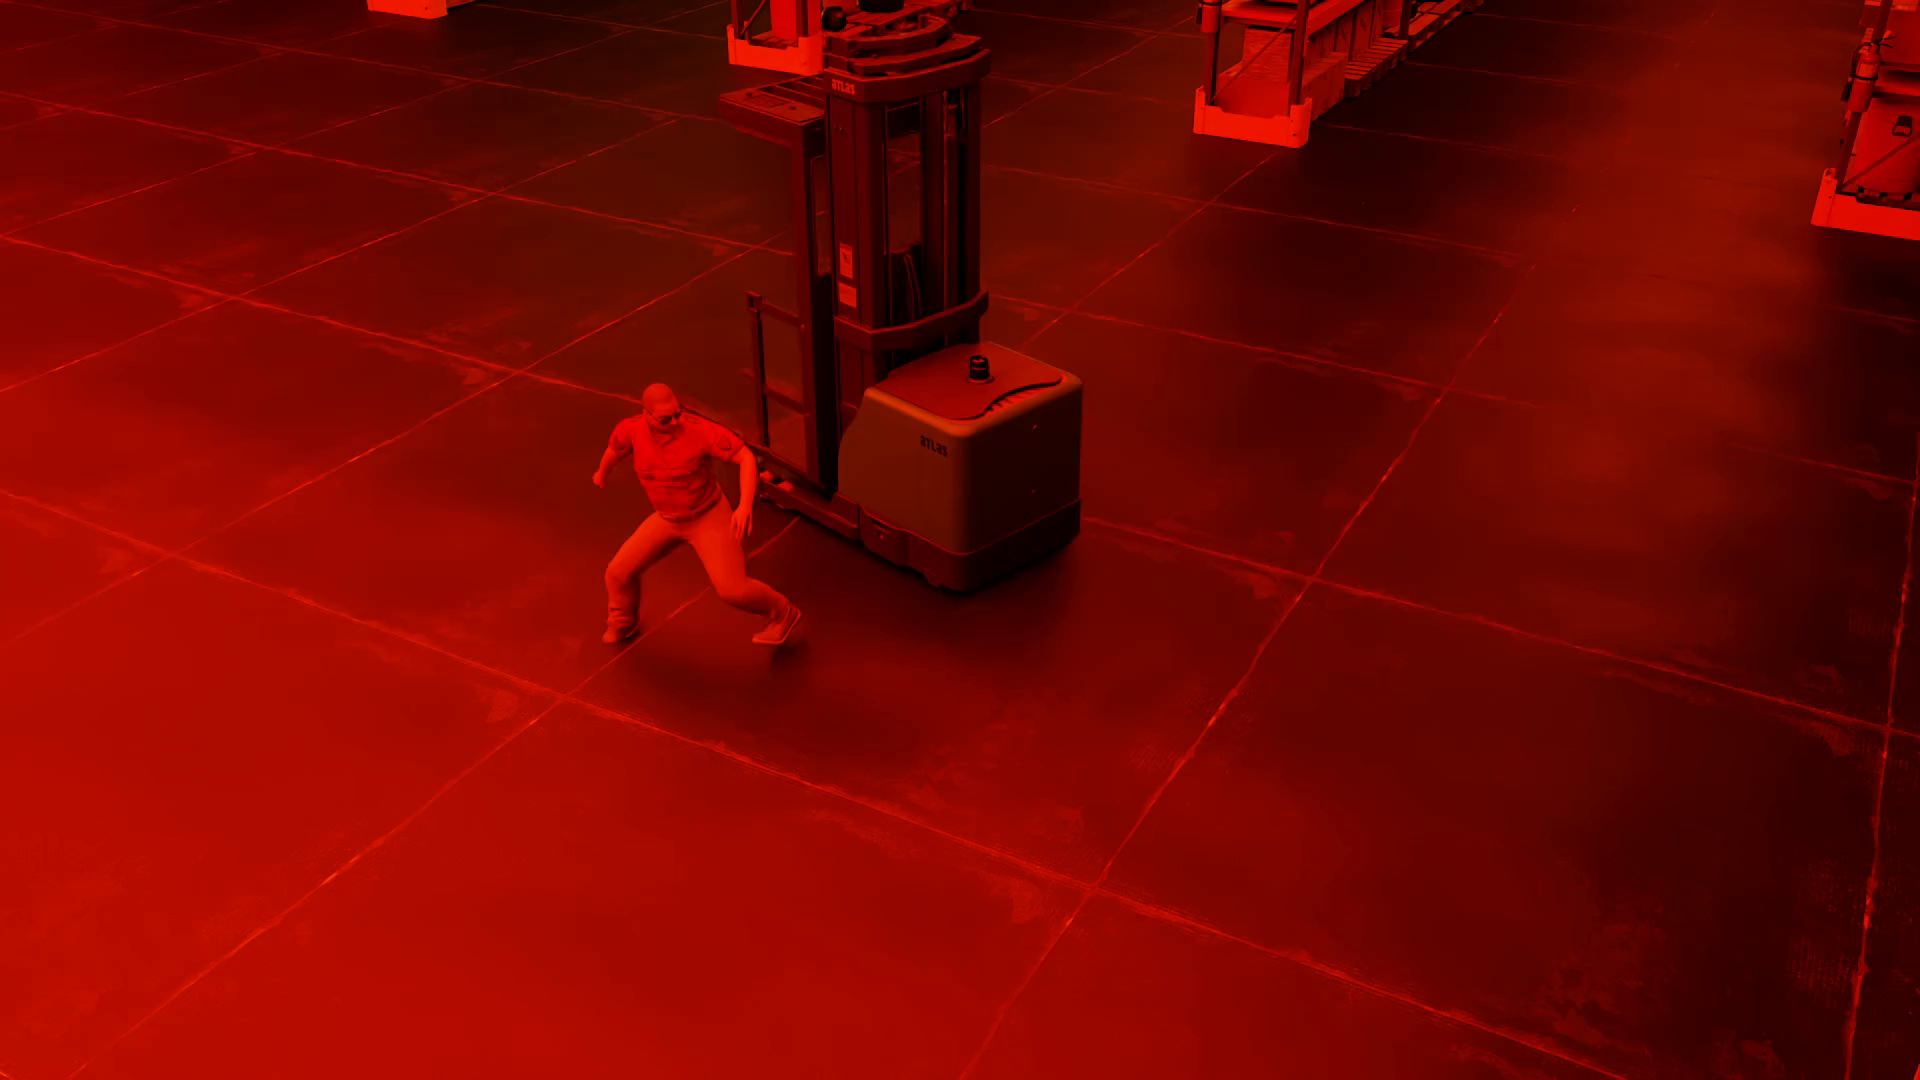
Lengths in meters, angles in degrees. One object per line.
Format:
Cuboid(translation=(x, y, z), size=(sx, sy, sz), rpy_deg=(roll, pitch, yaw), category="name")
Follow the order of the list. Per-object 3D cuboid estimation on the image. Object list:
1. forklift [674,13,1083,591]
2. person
Cuboid(translation=(-0.671, -1.622, 9.881), size=(1.130, 2.935, 3.031), rpy_deg=(-26, 39, -37), category="forklift")
Cuboid(translation=(-1.501, -0.093, 8.694), size=(1.186, 1.664, 0.539), rpy_deg=(13, 32, 21), category="person")
